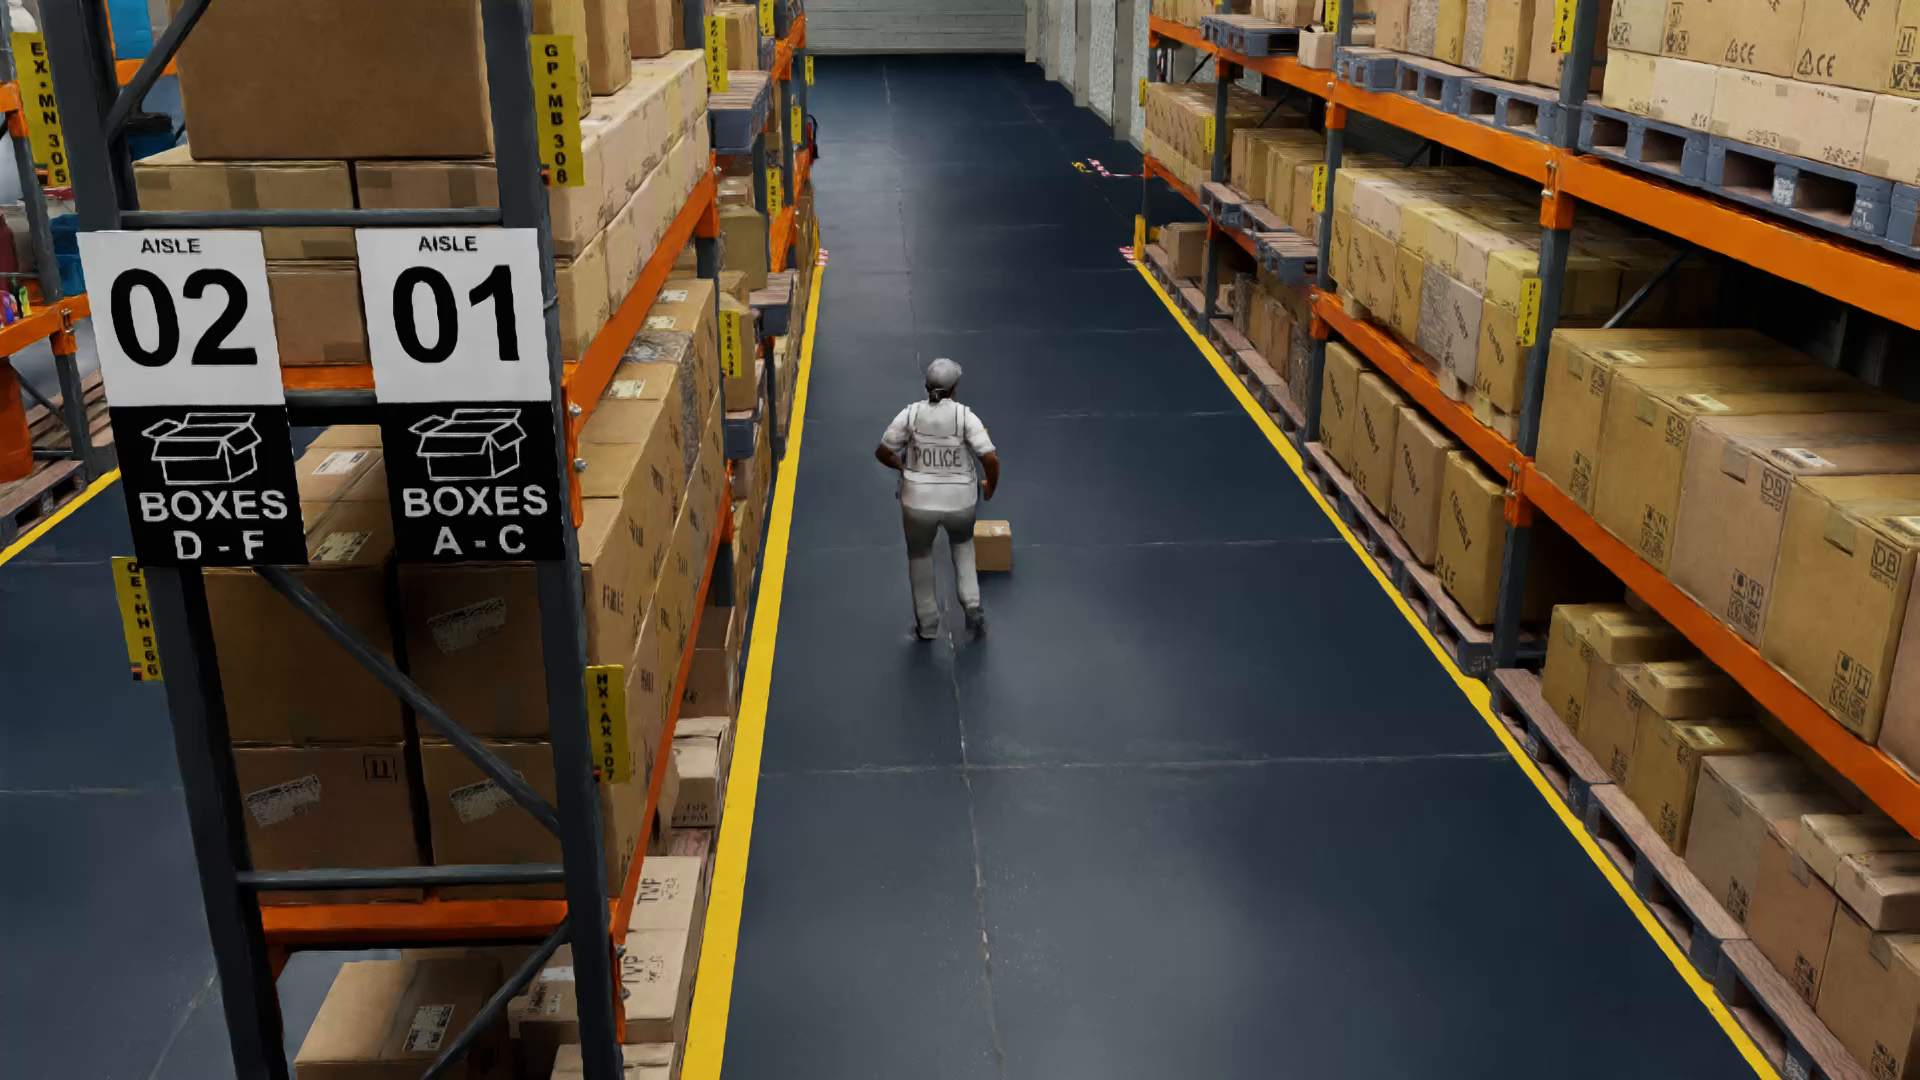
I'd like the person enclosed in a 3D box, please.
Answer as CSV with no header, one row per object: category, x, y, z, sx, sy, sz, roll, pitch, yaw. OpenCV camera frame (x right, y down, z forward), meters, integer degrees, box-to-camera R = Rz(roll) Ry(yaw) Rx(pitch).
person,-0.132,-0.273,9.250,0.665,1.553,0.524,-2,21,-5
